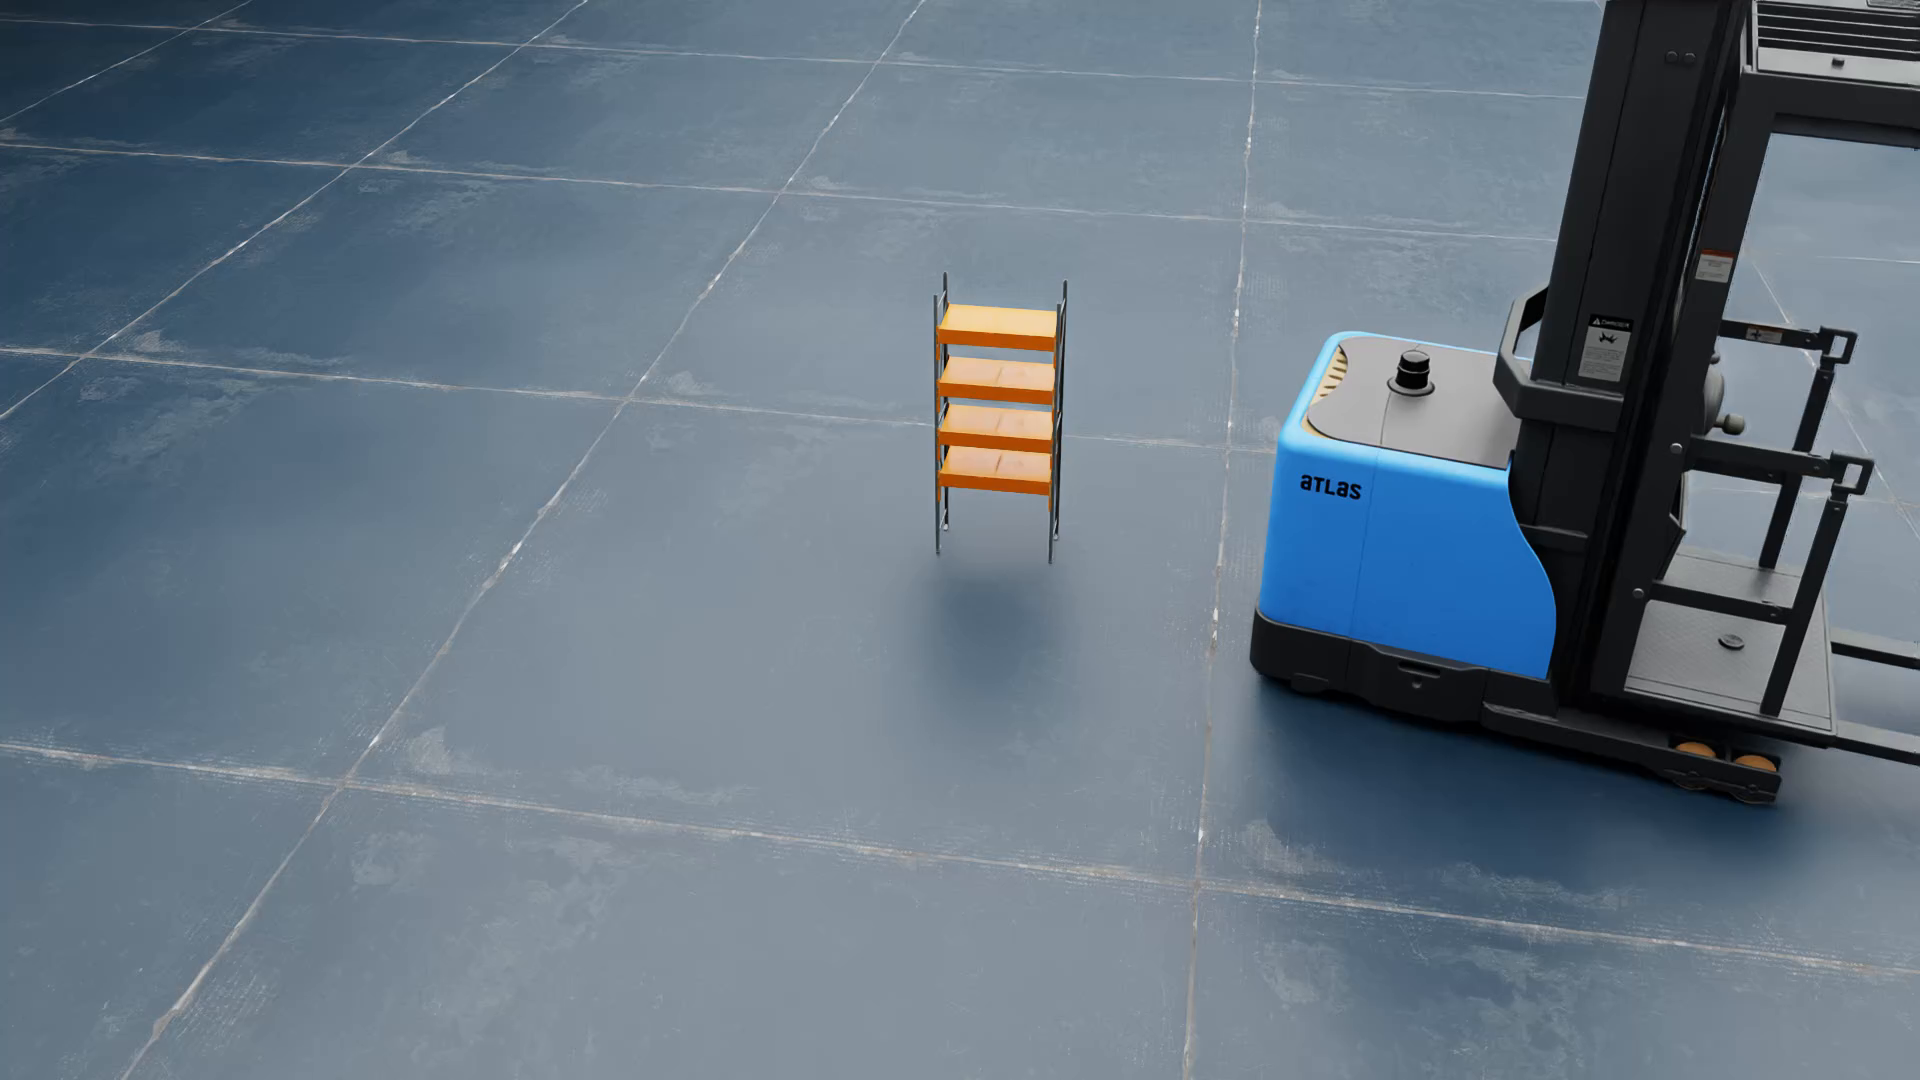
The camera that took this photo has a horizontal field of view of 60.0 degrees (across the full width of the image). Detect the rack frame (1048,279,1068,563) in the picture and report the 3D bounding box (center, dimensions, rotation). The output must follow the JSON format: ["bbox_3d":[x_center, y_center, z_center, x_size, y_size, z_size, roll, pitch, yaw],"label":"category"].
[{"bbox_3d":[0.404,-0.472,6.873,0.015,1.200,0.240,5,32,8],"label":"rack frame"}]

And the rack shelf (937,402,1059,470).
[{"bbox_3d":[0.163,-0.437,6.944,0.480,0.148,0.258,5,32,8],"label":"rack shelf"}]

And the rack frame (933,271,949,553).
[{"bbox_3d":[-0.077,-0.516,6.943,0.015,1.200,0.240,5,32,8],"label":"rack frame"}]

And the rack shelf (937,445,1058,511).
[{"bbox_3d":[0.163,-0.268,7.049,0.480,0.148,0.258,5,32,8],"label":"rack shelf"}]

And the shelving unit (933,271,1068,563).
[{"bbox_3d":[0.163,-0.494,6.908,0.503,1.200,0.258,5,32,8],"label":"shelving unit"}]

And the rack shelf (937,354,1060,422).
[{"bbox_3d":[0.163,-0.626,6.825,0.480,0.148,0.258,5,32,8],"label":"rack shelf"}]

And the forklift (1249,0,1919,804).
[{"bbox_3d":[2.679,-0.646,5.520,3.031,2.935,1.130,12,34,18],"label":"forklift"}]

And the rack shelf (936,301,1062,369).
[{"bbox_3d":[0.163,-0.827,6.700,0.480,0.148,0.258,5,32,8],"label":"rack shelf"}]
